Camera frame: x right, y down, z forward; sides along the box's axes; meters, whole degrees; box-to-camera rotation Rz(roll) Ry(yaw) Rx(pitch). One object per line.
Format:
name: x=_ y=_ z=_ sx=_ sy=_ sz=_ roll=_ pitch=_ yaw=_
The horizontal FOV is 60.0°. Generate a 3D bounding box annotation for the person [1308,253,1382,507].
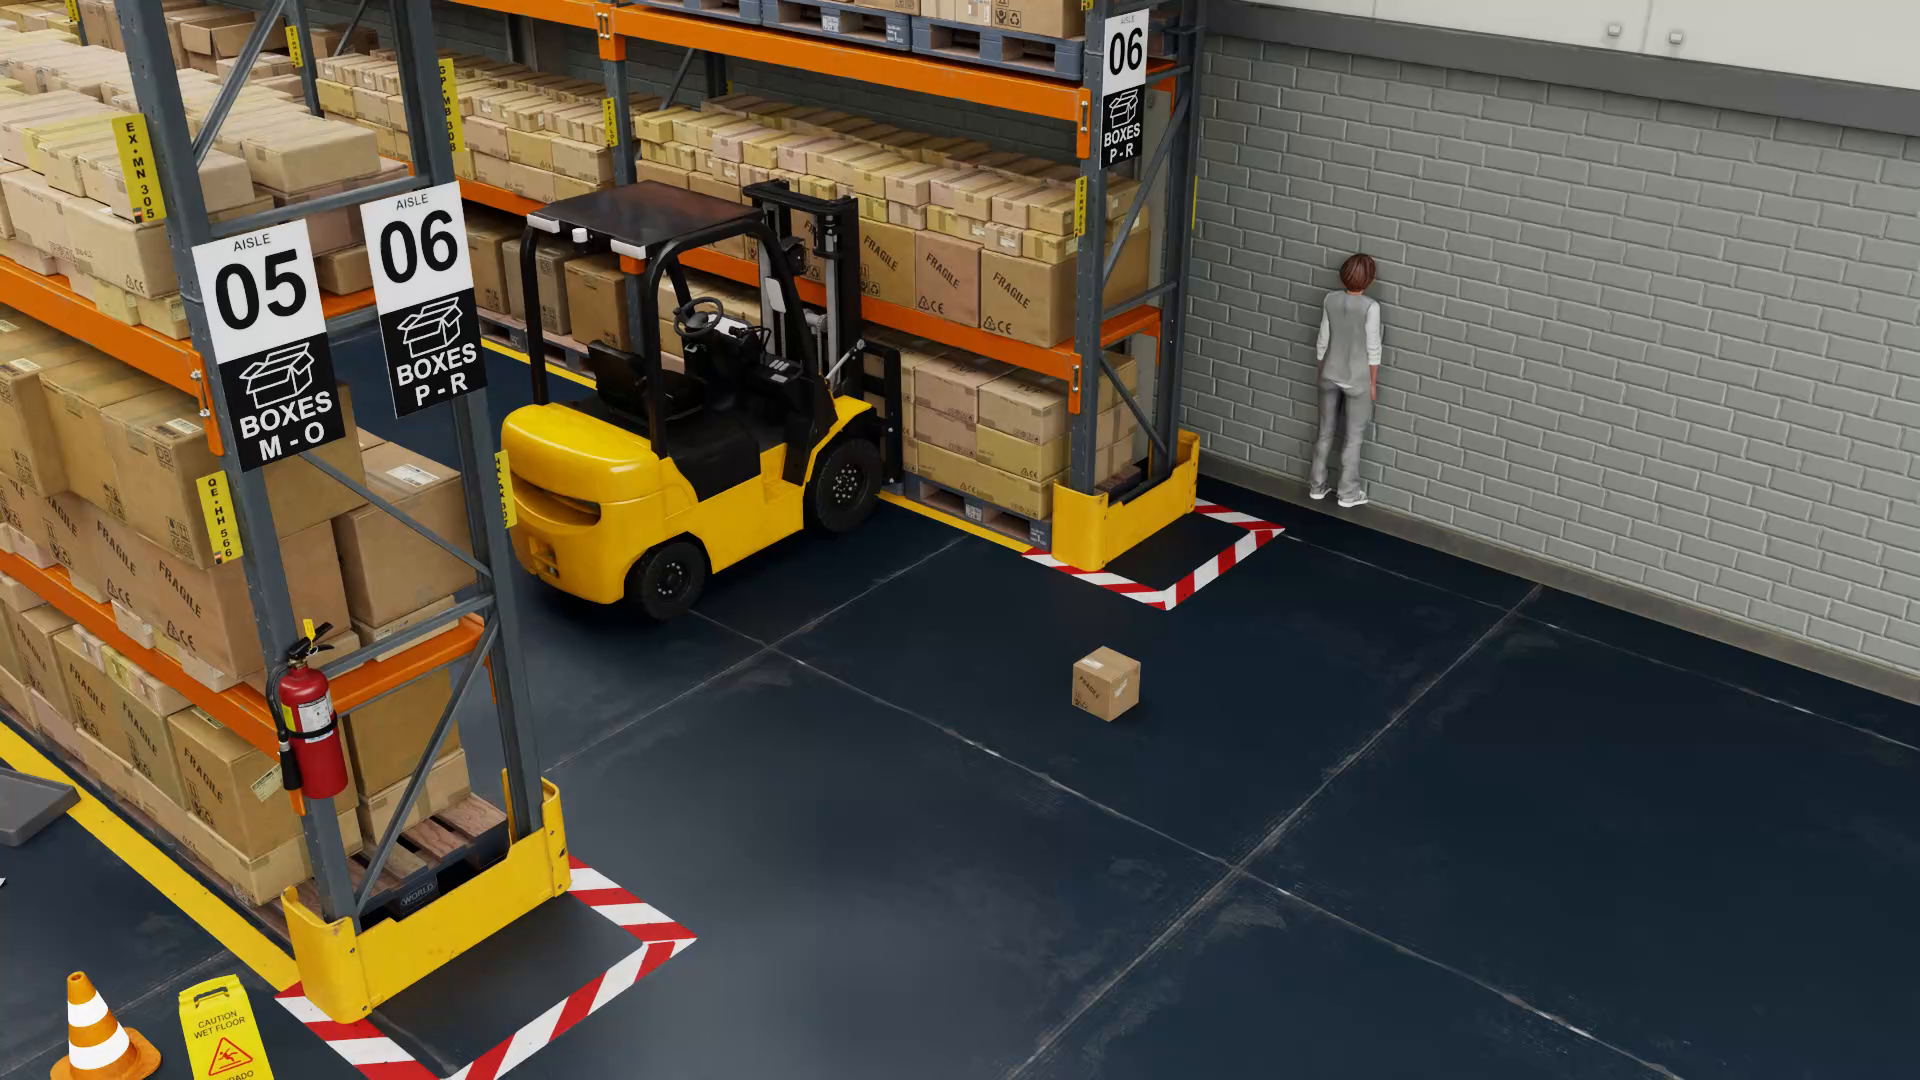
person: x=2.362 y=-0.976 z=10.149 sx=0.407 sy=1.604 sz=0.309 roll=20 pitch=34 yaw=34
